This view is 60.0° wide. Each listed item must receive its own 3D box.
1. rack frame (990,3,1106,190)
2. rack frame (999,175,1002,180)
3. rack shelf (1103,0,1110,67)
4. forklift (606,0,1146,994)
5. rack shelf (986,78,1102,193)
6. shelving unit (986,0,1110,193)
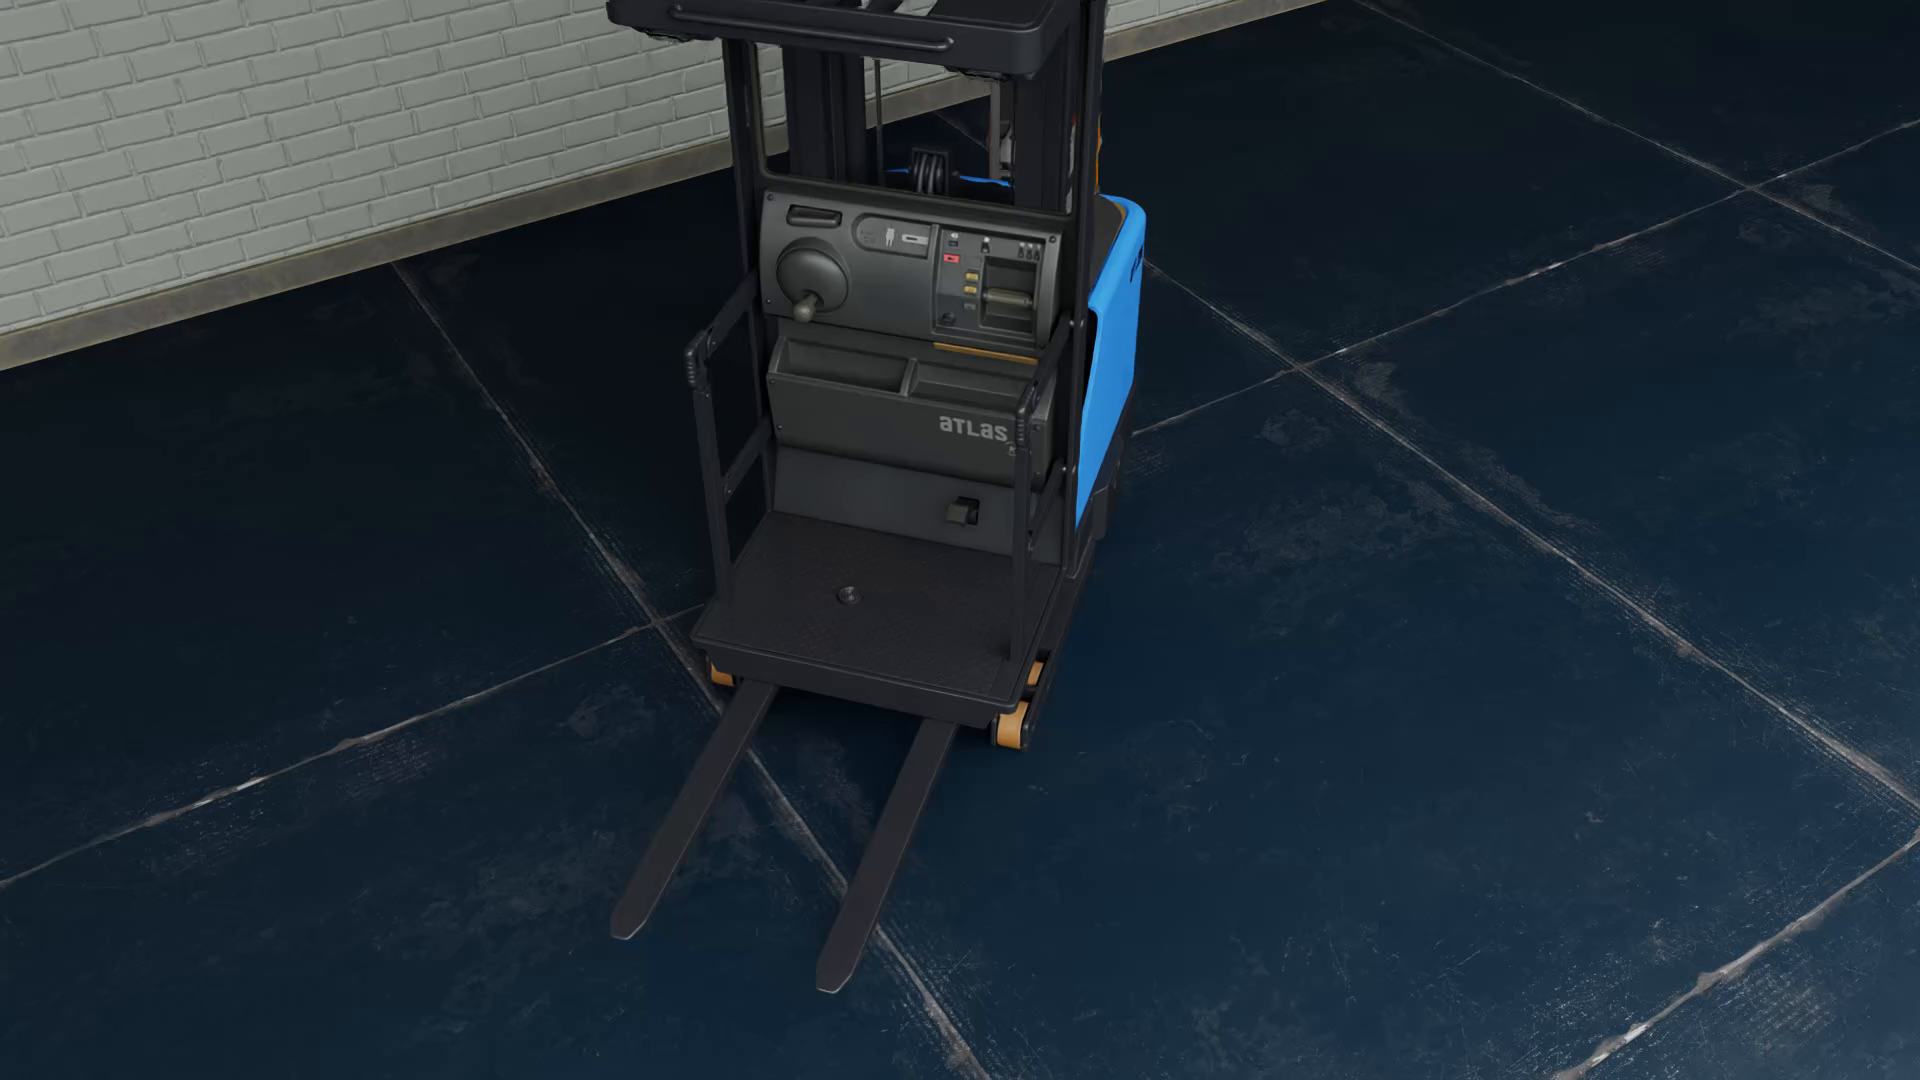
[{"bbox_3d":[0.313,-1.378,6.263,0.400,2.100,0.015,2,40,2],"label":"rack frame"},{"bbox_3d":[0.337,-1.691,6.637,0.400,2.100,0.015,2,40,2],"label":"rack frame"},{"bbox_3d":[0.325,-2.061,6.009,0.431,0.518,0.480,2,40,2],"label":"rack shelf"},{"bbox_3d":[-0.218,-0.731,4.837,1.130,2.935,3.031,11,41,13],"label":"forklift"},{"bbox_3d":[0.325,-1.524,6.459,0.431,0.518,0.480,2,40,2],"label":"rack shelf"},{"bbox_3d":[0.325,-1.534,6.450,0.431,2.100,0.503,2,40,2],"label":"shelving unit"}]
